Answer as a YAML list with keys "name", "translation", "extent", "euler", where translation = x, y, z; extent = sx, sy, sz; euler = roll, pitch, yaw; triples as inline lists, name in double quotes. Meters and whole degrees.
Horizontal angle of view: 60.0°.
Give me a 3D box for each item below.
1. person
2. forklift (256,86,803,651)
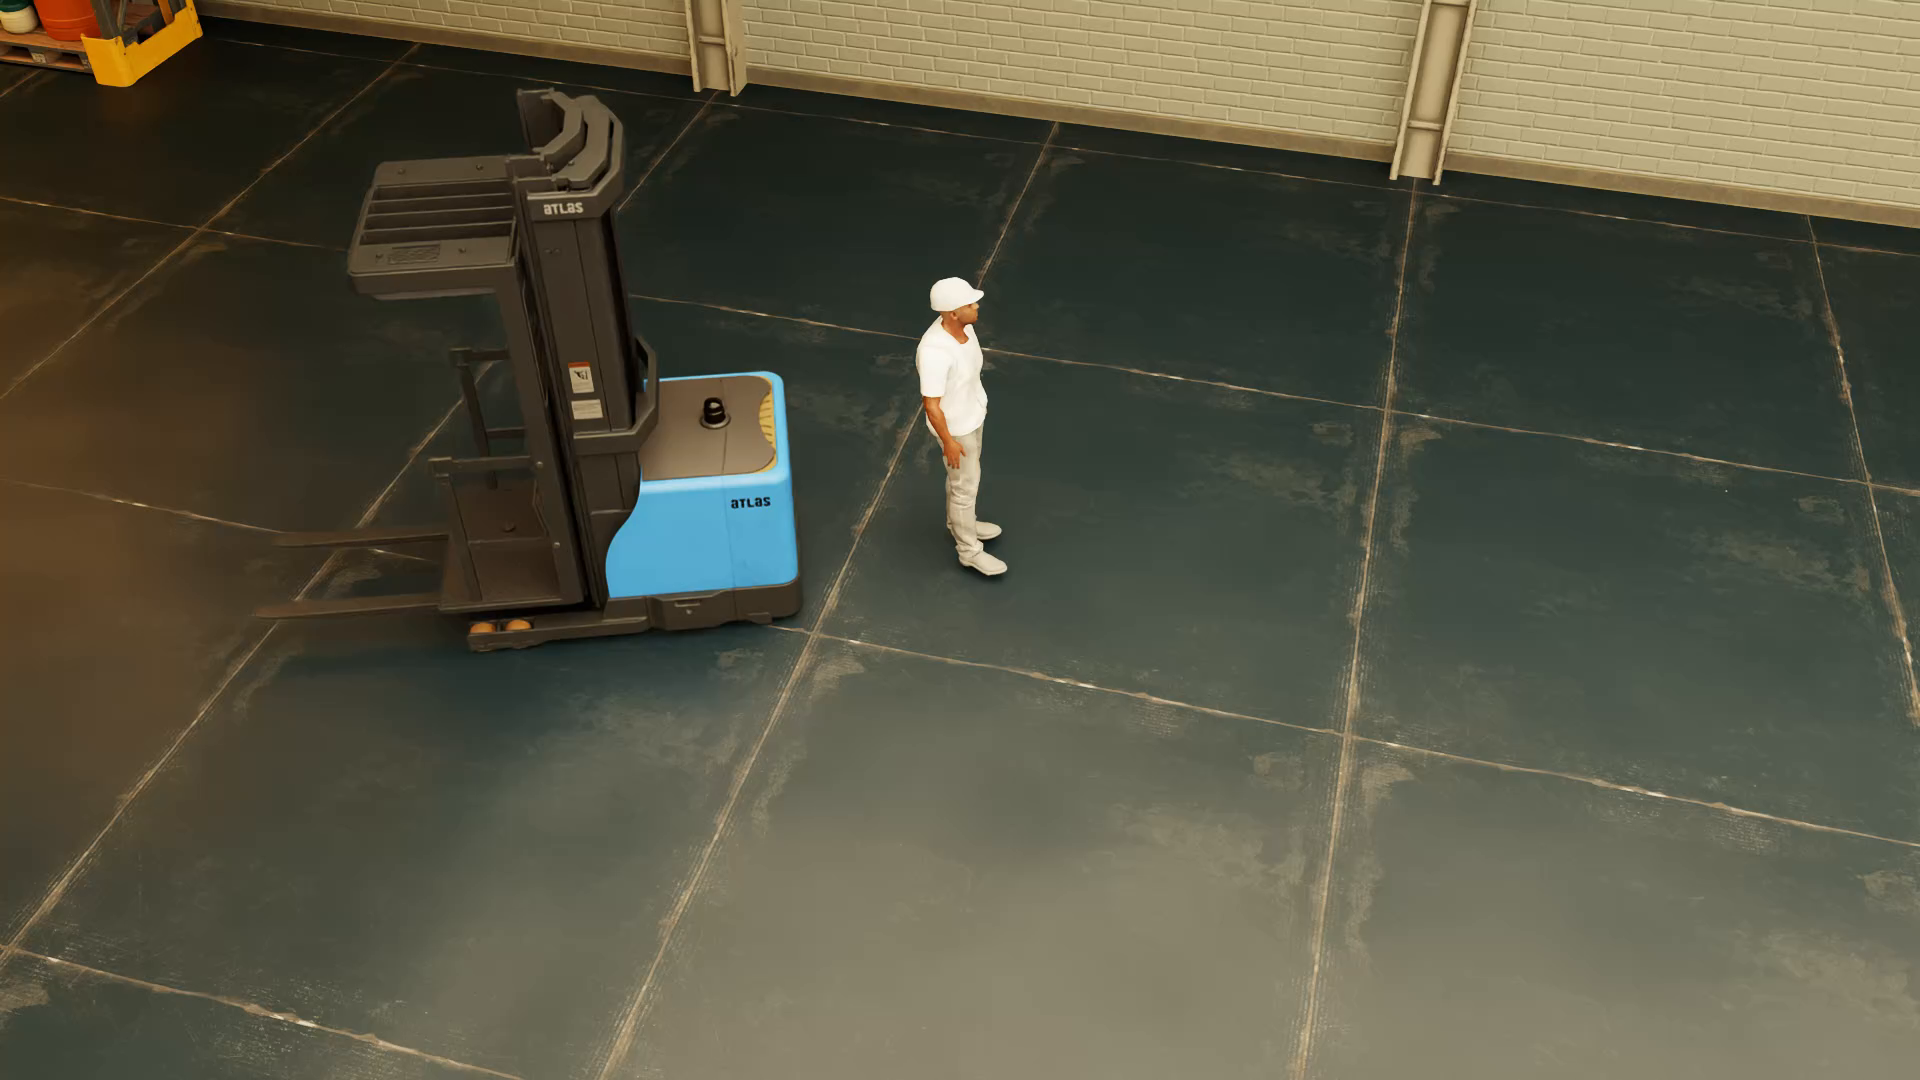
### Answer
- name: "person"
  translation: [0.065, -0.684, 9.454]
  extent: [0.577, 1.765, 0.665]
  euler: [10, 42, 11]
- name: "forklift"
  translation: [-2.458, -0.844, 8.825]
  extent: [3.031, 2.935, 1.130]
  euler: [-5, 41, -5]
